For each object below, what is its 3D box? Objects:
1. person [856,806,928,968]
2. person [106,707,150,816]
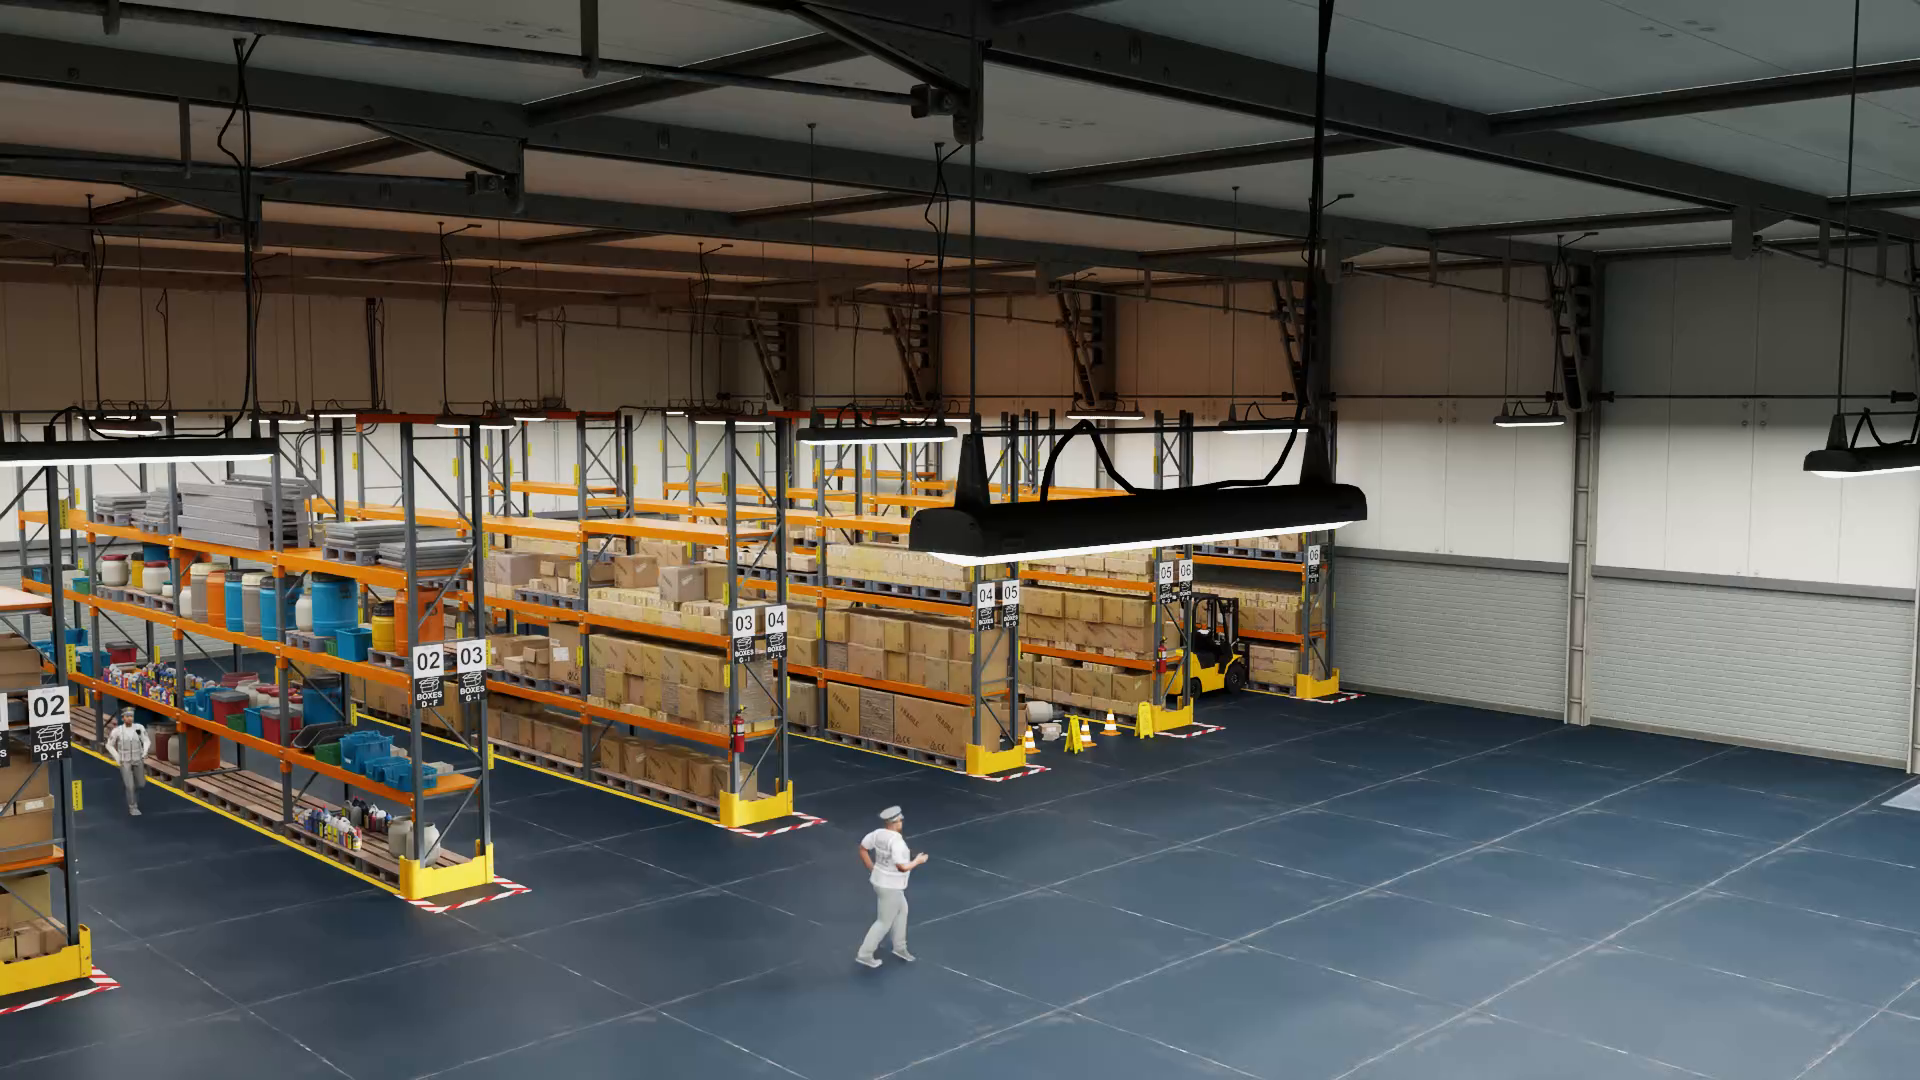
[{"bbox_3d":[-0.779,3.857,18.382,0.866,1.833,0.603,-2,5,-24],"label":"person"},{"bbox_3d":[-12.594,3.325,25.105,0.506,1.654,0.599,-4,6,-38],"label":"person"}]
